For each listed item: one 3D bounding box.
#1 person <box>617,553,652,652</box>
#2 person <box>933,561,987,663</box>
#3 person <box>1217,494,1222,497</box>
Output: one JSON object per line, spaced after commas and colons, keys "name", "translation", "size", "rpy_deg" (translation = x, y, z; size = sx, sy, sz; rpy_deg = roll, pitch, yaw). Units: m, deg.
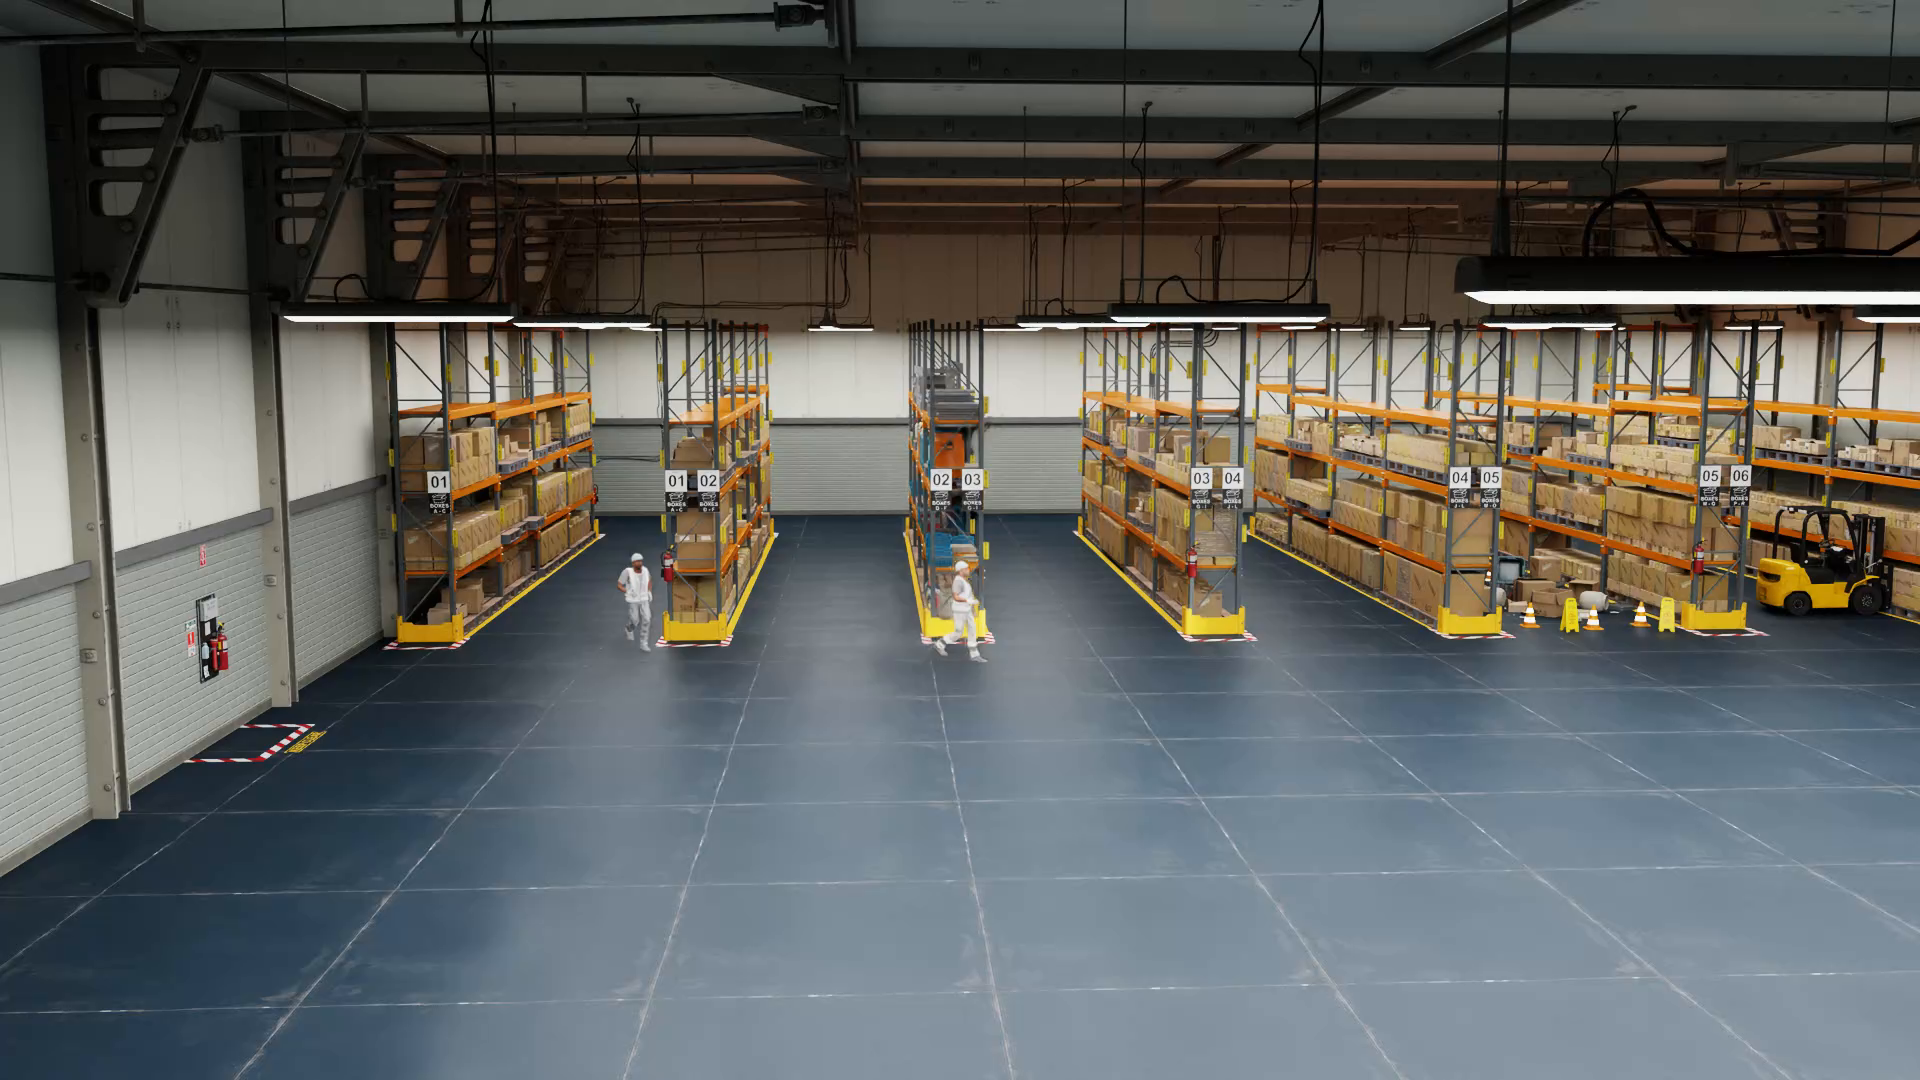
{"name": "person", "translation": [-5.900, 1.120, 30.347], "size": [0.721, 1.776, 0.820], "rpy_deg": [-5, 9, -34]}
{"name": "person", "translation": [0.006, 1.256, 29.028], "size": [0.968, 1.789, 0.649], "rpy_deg": [2, 7, 16]}
{"name": "person", "translation": [7.612, -1.071, 48.171], "size": [0.691, 1.755, 0.575], "rpy_deg": [4, 8, 28]}
